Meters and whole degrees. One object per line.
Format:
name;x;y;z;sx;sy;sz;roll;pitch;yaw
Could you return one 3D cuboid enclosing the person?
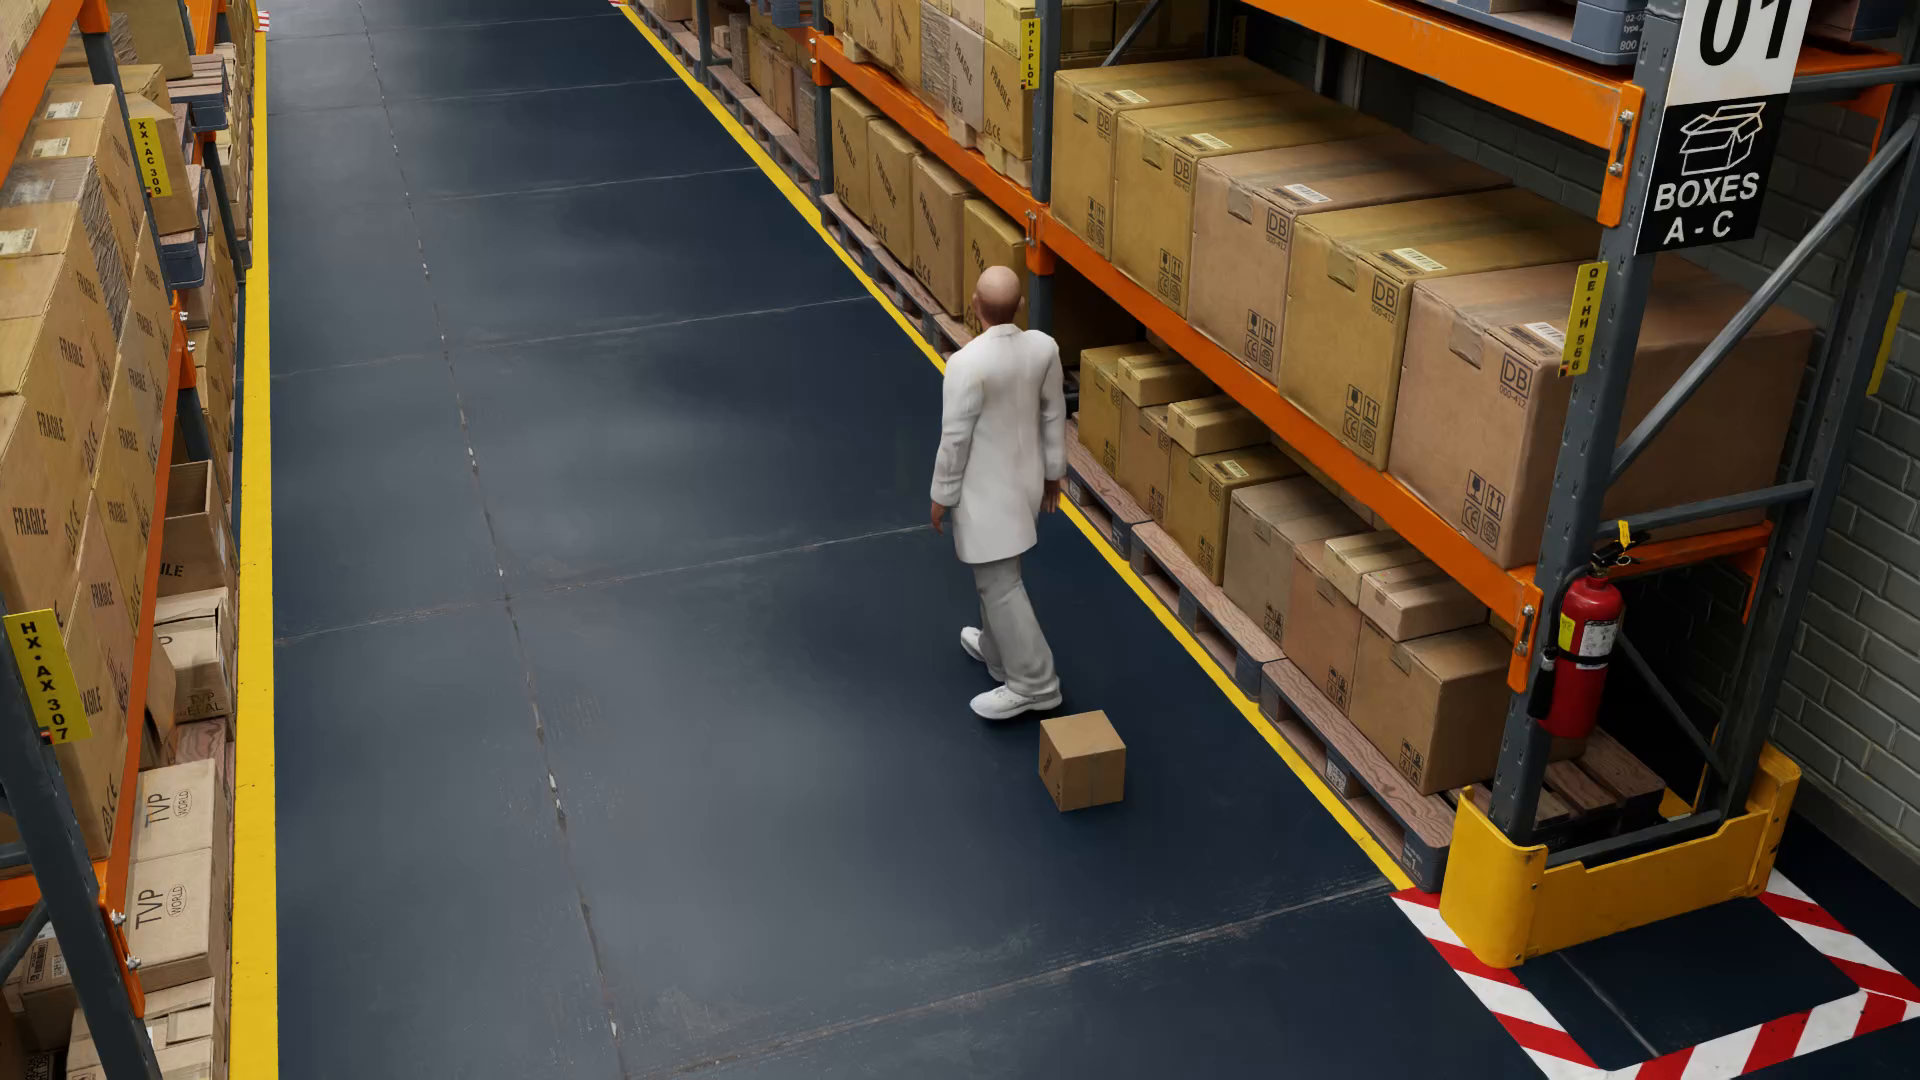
person;0.184;-0.184;6.468;0.667;1.769;0.613;25;38;37
